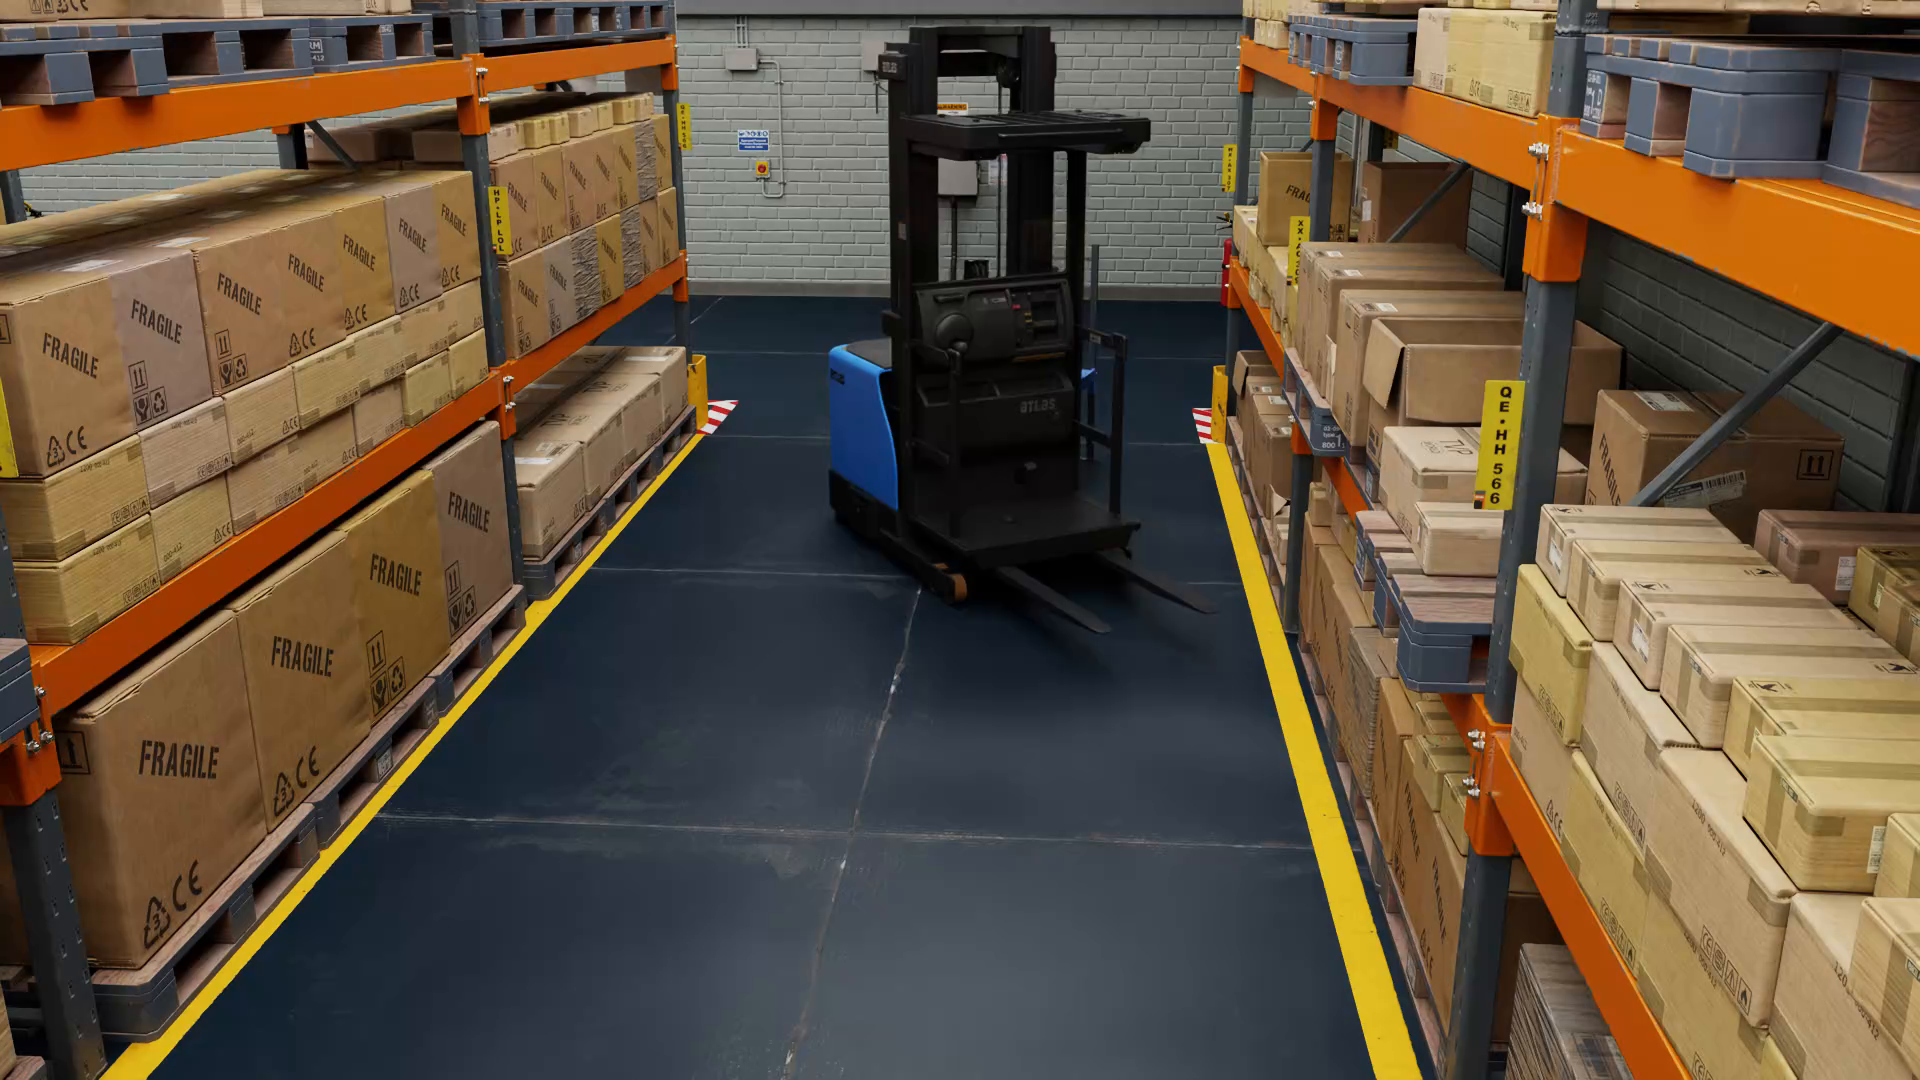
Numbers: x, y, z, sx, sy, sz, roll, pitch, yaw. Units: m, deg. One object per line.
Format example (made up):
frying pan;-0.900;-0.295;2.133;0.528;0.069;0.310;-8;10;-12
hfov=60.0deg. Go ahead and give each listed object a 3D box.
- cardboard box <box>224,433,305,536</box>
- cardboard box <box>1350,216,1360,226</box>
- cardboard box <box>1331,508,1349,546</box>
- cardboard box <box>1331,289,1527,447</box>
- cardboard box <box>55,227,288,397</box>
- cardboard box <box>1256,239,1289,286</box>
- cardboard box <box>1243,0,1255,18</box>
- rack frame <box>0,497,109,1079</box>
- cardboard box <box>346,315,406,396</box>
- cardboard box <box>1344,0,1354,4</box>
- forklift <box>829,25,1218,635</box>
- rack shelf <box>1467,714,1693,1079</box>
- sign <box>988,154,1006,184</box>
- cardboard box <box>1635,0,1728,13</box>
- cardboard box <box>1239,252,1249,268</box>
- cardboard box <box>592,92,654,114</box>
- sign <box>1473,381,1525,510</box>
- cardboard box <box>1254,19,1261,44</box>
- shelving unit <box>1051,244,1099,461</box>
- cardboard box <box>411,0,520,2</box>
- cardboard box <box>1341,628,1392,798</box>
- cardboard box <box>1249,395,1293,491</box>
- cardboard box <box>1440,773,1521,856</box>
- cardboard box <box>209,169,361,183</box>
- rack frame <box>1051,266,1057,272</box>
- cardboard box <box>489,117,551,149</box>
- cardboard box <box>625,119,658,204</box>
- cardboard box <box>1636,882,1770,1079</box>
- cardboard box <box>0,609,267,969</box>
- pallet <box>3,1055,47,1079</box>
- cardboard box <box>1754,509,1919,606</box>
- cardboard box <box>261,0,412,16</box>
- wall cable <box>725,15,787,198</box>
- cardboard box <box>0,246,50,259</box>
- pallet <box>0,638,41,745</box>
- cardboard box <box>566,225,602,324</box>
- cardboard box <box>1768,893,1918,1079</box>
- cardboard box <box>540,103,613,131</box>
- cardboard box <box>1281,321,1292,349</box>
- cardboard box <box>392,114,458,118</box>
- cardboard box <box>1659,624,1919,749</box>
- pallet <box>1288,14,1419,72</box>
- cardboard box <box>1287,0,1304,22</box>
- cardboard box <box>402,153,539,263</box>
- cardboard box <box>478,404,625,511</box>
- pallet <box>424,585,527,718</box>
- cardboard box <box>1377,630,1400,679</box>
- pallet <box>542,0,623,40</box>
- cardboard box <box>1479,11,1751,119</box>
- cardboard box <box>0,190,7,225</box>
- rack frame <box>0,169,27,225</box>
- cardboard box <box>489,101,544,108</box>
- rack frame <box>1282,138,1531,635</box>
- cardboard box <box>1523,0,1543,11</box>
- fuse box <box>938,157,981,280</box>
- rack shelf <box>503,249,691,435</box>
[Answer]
cardboard box;-2.736;-0.216;6.005;0.500;0.250;0.500;2;18;6
cardboard box;2.634;-1.954;10.833;0.500;0.250;0.500;1;18;4
cardboard box;1.919;-0.077;7.640;0.380;0.149;0.250;1;18;2
cardboard box;1.802;-0.648;6.248;0.700;0.500;0.500;1;18;4
cardboard box;-2.727;-0.803;5.790;0.500;0.500;0.500;2;18;5
cardboard box;2.054;-1.655;9.919;0.500;0.250;0.500;1;18;2
cardboard box;2.136;-3.557;10.907;0.500;0.250;0.500;1;18;3
rack frame;-3.085;0.182;4.550;1.000;3.000;0.127;1;18;4
cardboard box;-2.647;-0.768;6.887;0.500;0.250;0.500;2;18;5
cardboard box;1.664;-2.103;6.274;0.380;0.149;0.250;1;18;3
forklift;0.296;-1.207;8.899;1.130;2.935;3.031;-9;20;-25
rack shelf;1.723;1.255;2.432;1.077;0.370;4.000;1;18;4
sign;0.462;-3.970;17.375;0.329;0.494;0.001;1;18;4
cardboard box;1.571;-1.209;2.982;0.500;0.500;0.500;1;18;4
cardboard box;2.143;-1.978;11.545;0.380;0.149;0.250;1;18;3
cardboard box;-2.337;-3.018;11.507;0.380;0.149;0.250;2;18;5
sign;1.325;-0.230;4.076;0.100;0.325;0.005;1;18;4
cardboard box;2.037;-3.169;10.363;0.380;0.149;0.250;2;18;5
shelving unit;0.526;-1.145;11.007;0.538;1.500;1.048;6;19;18
cardboard box;-2.546;-2.958;8.321;0.500;0.500;0.500;2;18;5
cardboard box;1.782;0.664;6.419;0.500;0.500;0.500;1;18;2
cardboard box;2.064;-0.590;10.247;0.500;0.500;0.500;2;18;5
cardboard box;1.649;0.813;4.924;0.380;0.149;0.250;0;18;1
cardboard box;-3.116;-1.453;7.773;0.500;0.500;0.500;1;18;5
rack frame;0.359;-0.995;10.551;0.500;1.500;0.032;6;19;18
cardboard box;-2.459;-2.220;9.072;0.380;0.149;0.250;1;18;4
cardboard box;-2.317;-2.507;10.991;0.500;0.500;0.500;1;18;4
cardboard box;1.520;0.811;2.870;0.500;0.250;0.500;1;18;2
cardboard box;-2.952;0.779;5.465;0.875;0.875;0.875;1;18;3
pallet;-3.142;1.750;4.244;1.003;0.211;1.213;1;18;4
cardboard box;2.045;0.041;3.777;0.380;0.149;0.250;2;18;6
cardboard box;-2.652;-2.365;6.974;0.500;0.311;0.500;1;18;4
wall cable;-2.130;-4.552;17.316;0.585;1.953;0.123;1;18;4
cardboard box;-3.280;-0.667;5.374;0.500;0.500;0.500;2;18;5
pallet;-3.030;0.497;3.898;1.213;0.211;1.003;1;18;4
cardboard box;-2.421;-1.558;9.701;0.500;0.500;0.500;1;18;4
cardboard box;1.487;0.735;2.302;0.500;0.250;0.500;2;18;5
cardboard box;-2.374;-2.620;10.294;0.380;0.149;0.250;2;18;5
cardboard box;1.916;-1.099;8.862;0.380;0.149;0.250;2;18;5
cardboard box;-2.956;-2.308;9.342;0.380;0.149;0.250;1;18;3
cardboard box;1.533;0.273;3.070;0.380;0.149;0.250;1;18;5
pallet;2.036;-2.086;6.956;1.213;0.211;1.003;1;18;4
cardboard box;1.965;-2.763;8.485;0.500;0.250;0.500;1;18;2
cardboard box;-2.522;-1.725;8.605;0.500;0.500;0.500;1;18;4
cardboard box;-2.582;-0.513;10.112;0.875;0.438;0.875;1;18;2
pallet;-2.778;0.506;8.039;1.003;0.211;1.213;1;18;4
cardboard box;1.772;0.401;6.179;0.380;0.149;0.250;0;18;1
pallet;-2.639;-3.075;9.817;1.003;0.211;1.213;1;18;4
cardboard box;1.661;-1.227;4.275;0.500;0.250;0.500;1;18;2
cardboard box;-7.231;-2.425;11.869;0.500;0.500;0.500;2;18;5
rack frame;-7.456;-2.382;12.375;1.000;3.000;0.127;1;18;4
cardboard box;-2.861;-2.703;10.548;0.380;0.149;0.250;1;18;4
rack frame;2.153;-0.951;8.007;1.000;3.000;0.127;1;18;4
cardboard box;1.690;-1.448;4.307;0.380;0.149;0.250;1;18;3
fuse box;-0.046;-3.350;17.399;0.539;1.711;0.414;1;18;4
rack shelf;-2.655;-1.340;10.349;1.077;0.370;4.000;1;18;4
